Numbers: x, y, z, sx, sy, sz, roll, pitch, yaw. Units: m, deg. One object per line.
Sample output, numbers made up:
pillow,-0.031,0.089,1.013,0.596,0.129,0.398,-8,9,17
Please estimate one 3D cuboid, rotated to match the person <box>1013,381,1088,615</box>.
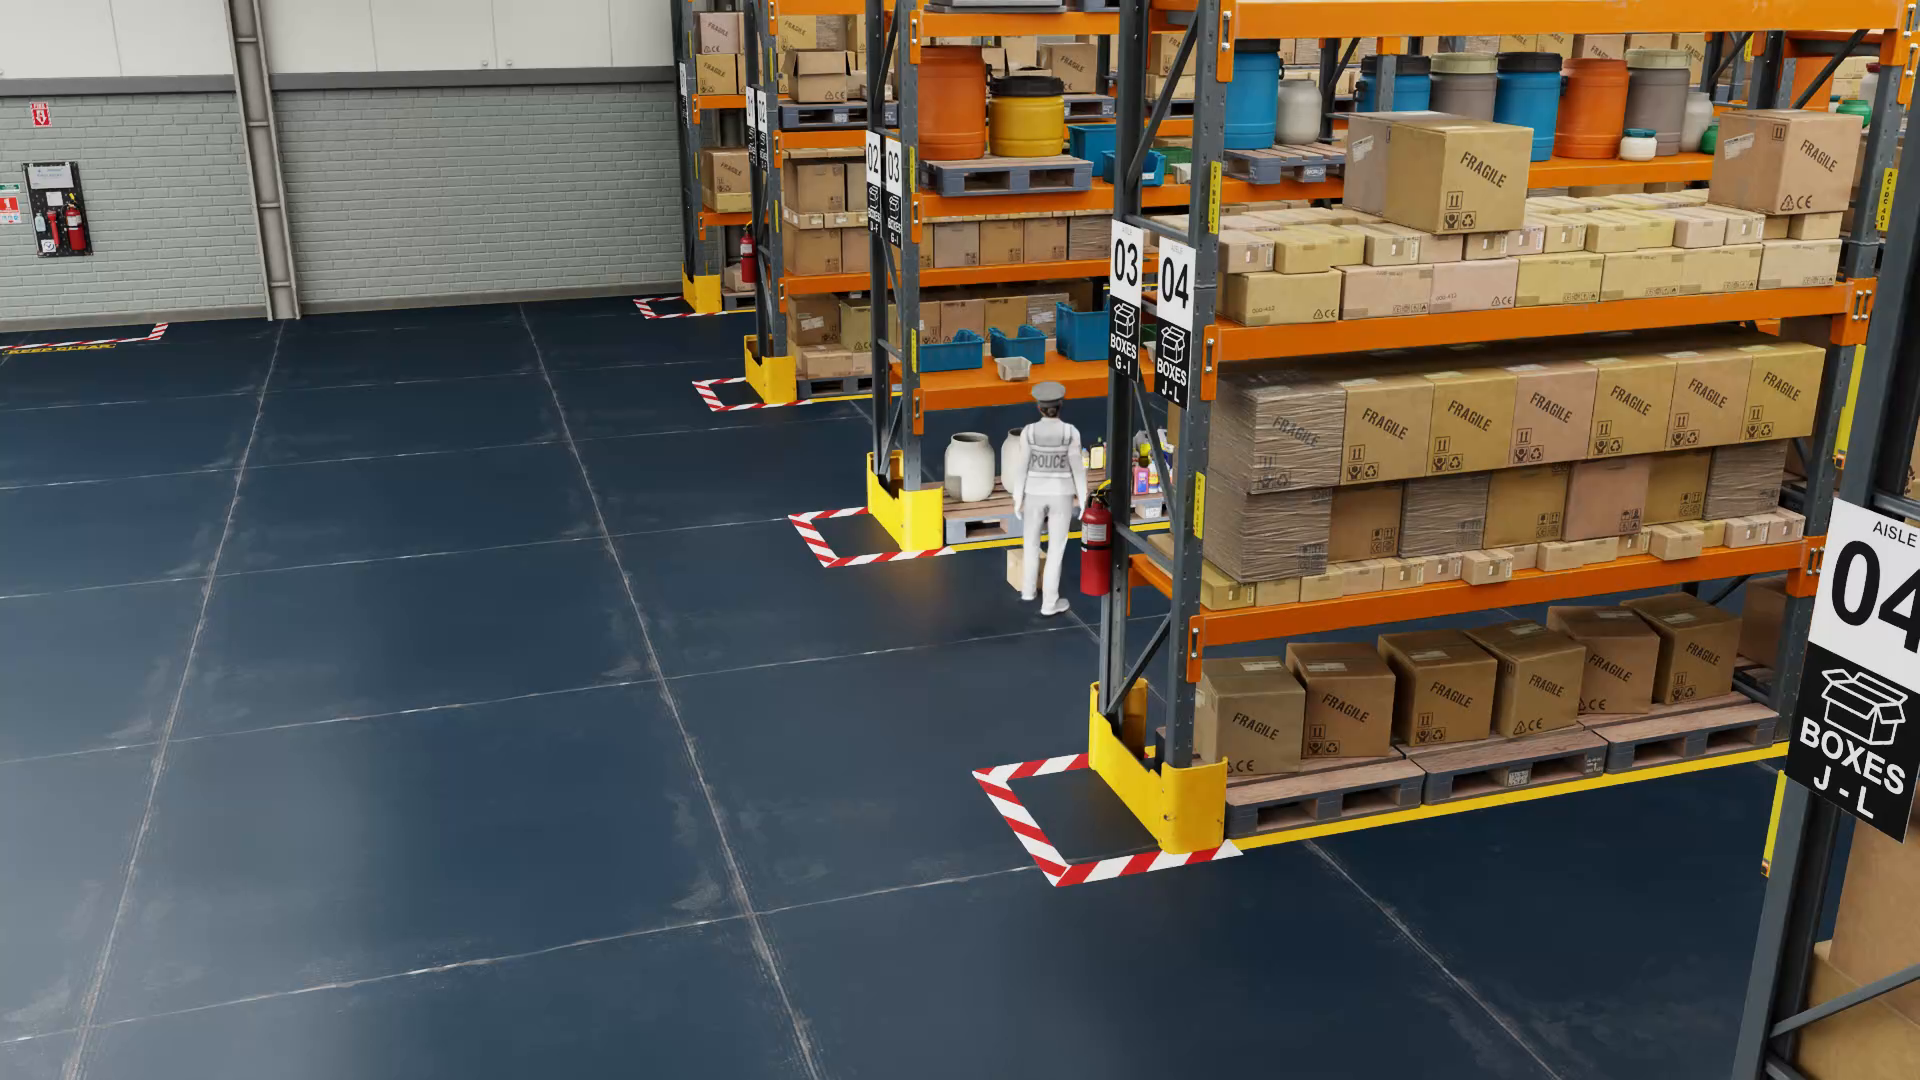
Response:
person,0.663,-0.318,11.934,0.526,1.685,0.522,4,20,11
